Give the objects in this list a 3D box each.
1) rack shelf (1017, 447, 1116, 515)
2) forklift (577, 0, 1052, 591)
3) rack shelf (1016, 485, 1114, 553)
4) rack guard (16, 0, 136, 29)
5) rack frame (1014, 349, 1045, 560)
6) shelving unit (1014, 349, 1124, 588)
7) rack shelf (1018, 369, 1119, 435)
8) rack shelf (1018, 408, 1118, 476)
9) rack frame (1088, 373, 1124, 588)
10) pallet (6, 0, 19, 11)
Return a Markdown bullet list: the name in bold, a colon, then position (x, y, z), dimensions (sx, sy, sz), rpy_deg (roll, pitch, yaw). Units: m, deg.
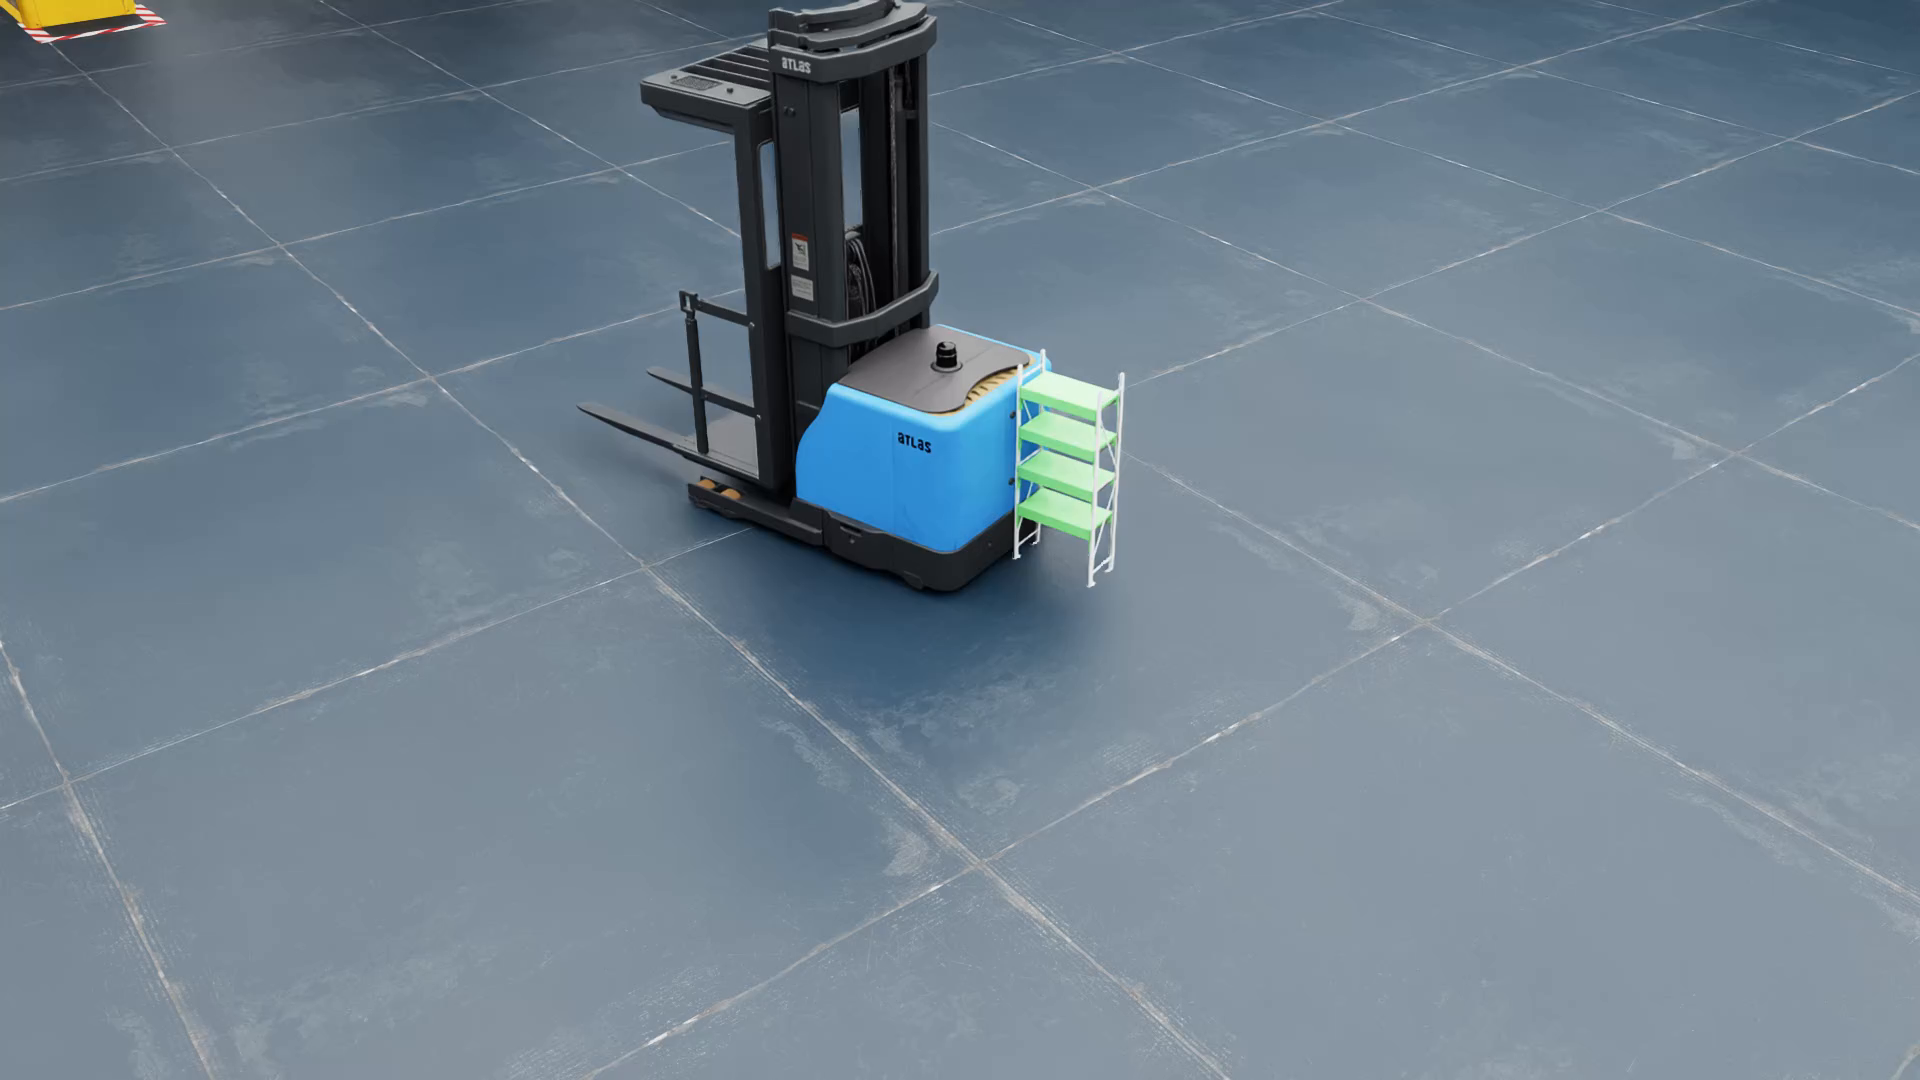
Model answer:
- **rack shelf**: position (0.576, -0.321, 8.977), dimensions (0.480, 0.148, 0.258), rpy_deg (21, 37, 30)
- **forklift**: position (-0.979, -1.578, 9.239), dimensions (3.031, 2.935, 1.130), rpy_deg (21, 37, 30)
- **rack shelf**: position (0.576, -0.117, 9.104), dimensions (0.480, 0.148, 0.258), rpy_deg (21, 37, 30)
- **rack guard**: position (-10.136, -6.227, 19.029), dimensions (1.175, 0.500, 0.348), rpy_deg (-22, 38, -31)
- **rack frame**: position (0.377, -0.450, 9.064), dimensions (0.015, 1.200, 0.240), rpy_deg (21, 37, 30)
- **shelving unit**: position (0.576, -0.375, 8.943), dimensions (0.503, 1.200, 0.258), rpy_deg (21, 37, 30)
- **rack shelf**: position (0.576, -0.729, 8.724), dimensions (0.480, 0.148, 0.258), rpy_deg (21, 37, 30)
- **rack shelf**: position (0.576, -0.525, 8.850), dimensions (0.480, 0.148, 0.258), rpy_deg (21, 37, 30)
- **rack frame**: position (0.774, -0.300, 8.823), dimensions (0.015, 1.200, 0.240), rpy_deg (21, 37, 30)
- **pallet**: position (-10.630, -6.444, 19.653), dimensions (1.003, 0.211, 1.213), rpy_deg (-22, 38, -31)
